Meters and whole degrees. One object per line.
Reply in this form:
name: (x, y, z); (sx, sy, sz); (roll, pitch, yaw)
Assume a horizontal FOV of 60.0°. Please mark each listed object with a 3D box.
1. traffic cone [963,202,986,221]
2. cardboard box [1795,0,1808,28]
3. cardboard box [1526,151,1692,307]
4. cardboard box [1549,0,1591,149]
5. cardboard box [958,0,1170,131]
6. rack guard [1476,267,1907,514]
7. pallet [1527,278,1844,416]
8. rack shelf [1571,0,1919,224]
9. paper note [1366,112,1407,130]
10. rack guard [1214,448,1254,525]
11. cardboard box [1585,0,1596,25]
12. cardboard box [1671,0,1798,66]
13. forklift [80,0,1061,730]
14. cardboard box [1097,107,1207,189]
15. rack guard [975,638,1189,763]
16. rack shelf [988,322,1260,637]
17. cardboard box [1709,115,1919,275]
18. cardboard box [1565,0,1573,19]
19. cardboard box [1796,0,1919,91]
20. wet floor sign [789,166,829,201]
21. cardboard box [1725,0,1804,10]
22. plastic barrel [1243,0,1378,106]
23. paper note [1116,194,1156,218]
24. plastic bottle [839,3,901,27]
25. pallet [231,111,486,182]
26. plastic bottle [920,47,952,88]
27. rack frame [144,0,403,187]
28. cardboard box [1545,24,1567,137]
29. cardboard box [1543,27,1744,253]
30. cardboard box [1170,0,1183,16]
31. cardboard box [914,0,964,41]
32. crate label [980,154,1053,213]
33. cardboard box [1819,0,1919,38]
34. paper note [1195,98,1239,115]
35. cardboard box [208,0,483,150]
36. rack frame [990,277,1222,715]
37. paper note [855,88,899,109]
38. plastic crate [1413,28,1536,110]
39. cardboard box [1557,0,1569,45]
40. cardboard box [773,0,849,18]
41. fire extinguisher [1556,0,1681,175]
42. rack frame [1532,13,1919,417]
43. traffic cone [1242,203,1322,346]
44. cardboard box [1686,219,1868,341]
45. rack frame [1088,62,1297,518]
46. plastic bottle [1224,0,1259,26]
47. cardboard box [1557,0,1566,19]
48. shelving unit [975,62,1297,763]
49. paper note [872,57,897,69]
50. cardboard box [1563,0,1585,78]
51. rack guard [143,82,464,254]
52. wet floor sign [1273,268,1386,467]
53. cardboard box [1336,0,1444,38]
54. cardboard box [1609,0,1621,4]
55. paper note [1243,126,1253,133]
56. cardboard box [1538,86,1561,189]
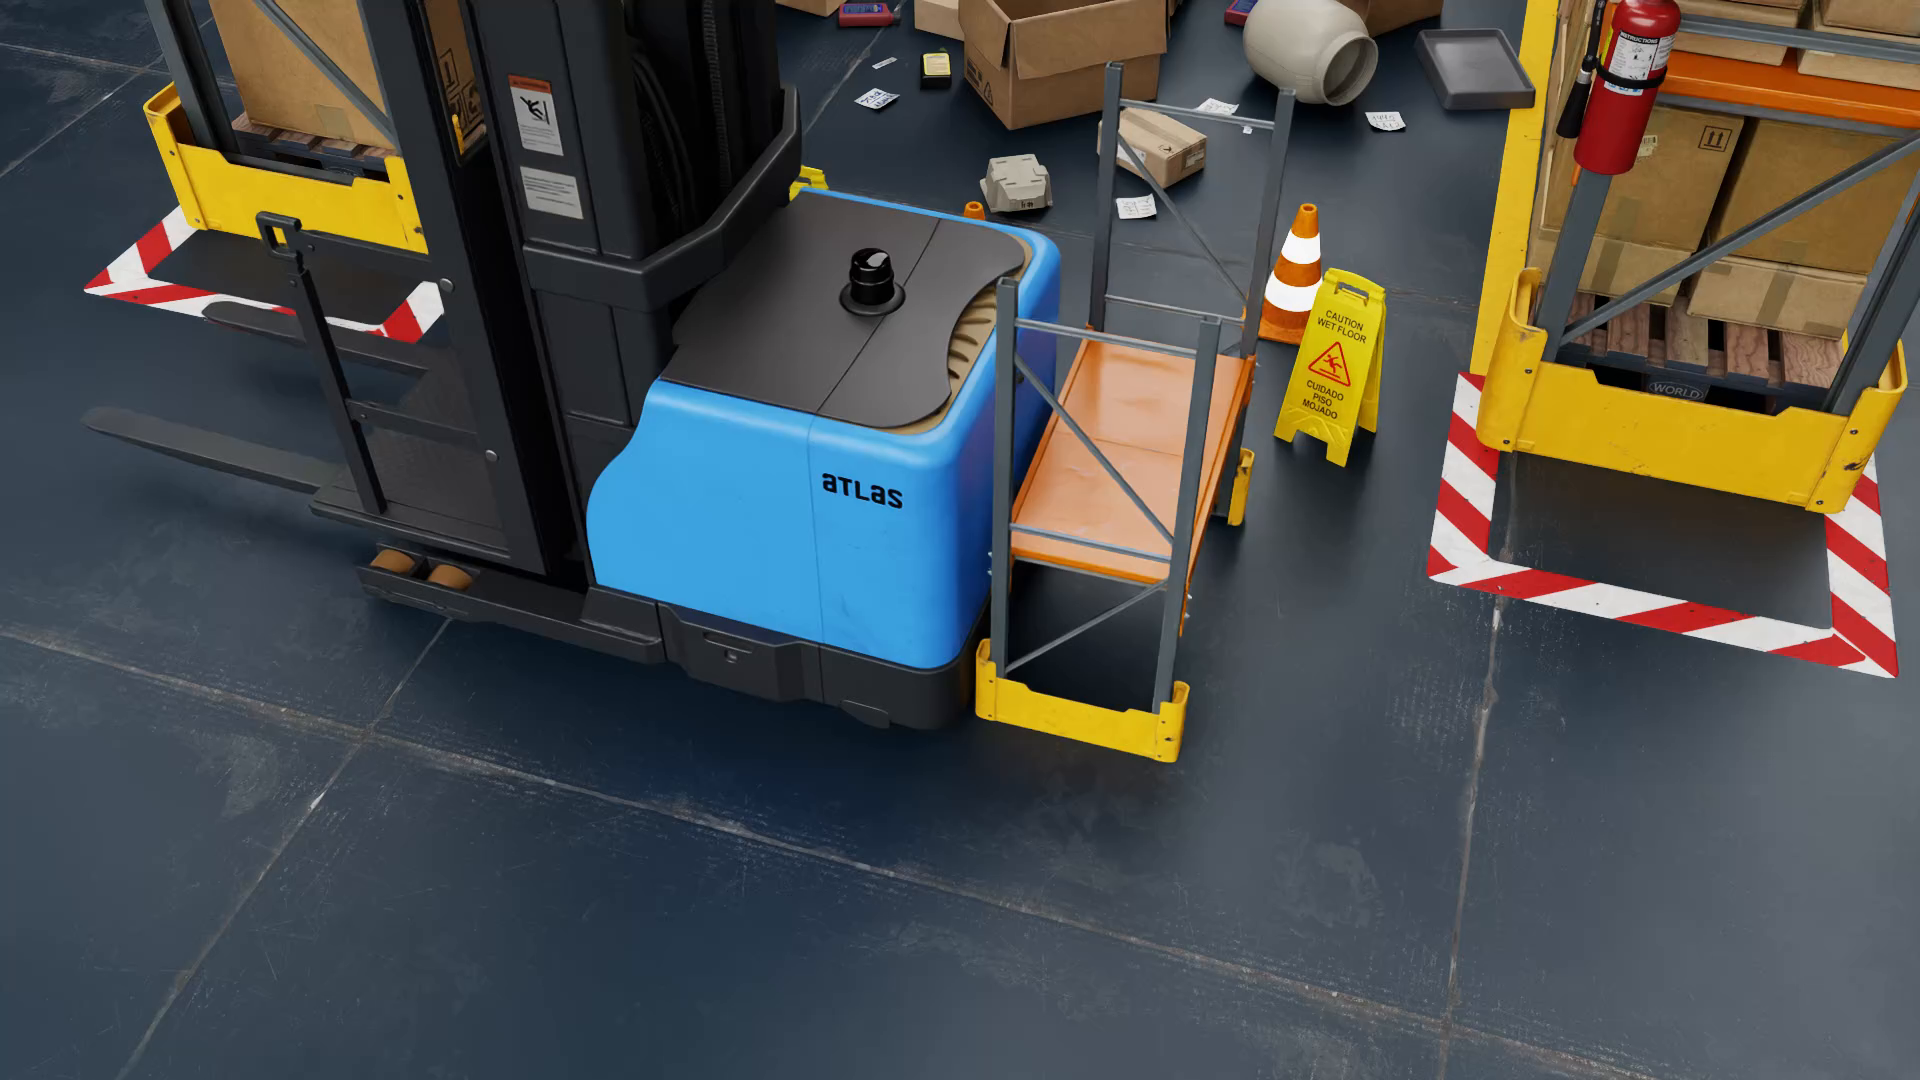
traffic cone: (0.050, -0.993, 5.934); (0.336, 0.463, 0.334); (13, 46, 13)
cardboard box: (2.673, -1.596, 4.916); (0.380, 0.149, 0.250); (13, 46, 13)
cardboard box: (2.306, -1.111, 5.906); (0.500, 0.250, 0.500); (12, 46, 12)
cardboard box: (2.459, -1.705, 5.977); (0.500, 0.500, 0.500); (14, 46, 14)
cardboard box: (0.429, -2.146, 7.084); (0.797, 0.503, 0.637); (-16, 47, -16)
rack guard: (2.333, -0.489, 5.392); (1.175, 0.500, 0.348); (13, 46, 13)
pallet: (2.613, -0.920, 6.039); (1.003, 0.211, 1.213); (13, 46, 13)
rack shelf: (2.916, -2.408, 6.080); (1.077, 0.370, 4.000); (13, 46, 13)
paper note: (1.807, -1.784, 7.051); (0.142, 0.019, 0.148); (-2, 44, -2)
rack guard: (0.627, -0.220, 5.296); (0.587, 0.250, 0.087); (12, 46, 12)
cardboard box: (2.352, -1.847, 5.658); (0.380, 0.149, 0.250); (14, 46, 14)
cardboard box: (2.220, -1.536, 4.855); (0.380, 0.149, 0.250); (14, 46, 14)
forklift: (-1.281, -1.144, 4.323); (3.031, 2.935, 1.130); (14, 46, 14)
cardboard box: (0.782, -1.614, 6.793); (0.250, 0.149, 0.380); (-33, 53, -29)
rack guard: (0.331, 0.445, 4.616); (0.587, 0.250, 0.087); (12, 46, 12)
rack shelf: (0.476, -0.200, 4.639); (0.538, 0.185, 1.000); (12, 46, 12)
cardboard box: (2.825, -1.262, 5.525); (0.500, 0.500, 0.500); (11, 45, 11)
cardboard box: (2.776, -2.393, 6.680); (0.500, 0.500, 0.500); (15, 46, 15)
cardboard box: (2.610, -1.424, 4.741); (0.380, 0.149, 0.250); (13, 46, 13)
wet floor sign: (-0.560, -1.033, 5.844); (0.267, 0.644, 0.232); (5, 45, 5)
cardboard box: (2.212, -1.894, 4.756); (0.500, 0.500, 0.500); (12, 46, 12)
plastic barrel: (1.493, -2.108, 7.102); (0.421, 0.421, 0.512); (-24, 49, -22)
paper note: (0.699, -1.322, 6.579); (0.148, 0.019, 0.142); (-2, 44, -2)
plastic bottle: (-0.415, -2.427, 7.687); (0.283, 0.061, 0.133); (-2, 44, -2)
pallet: (-2.270, -1.865, 7.006); (1.003, 0.211, 1.213); (13, 46, 13)
plastic bottle: (-0.108, -2.091, 7.343); (0.133, 0.061, 0.283); (-2, 44, -2)
rack frame: (-2.438, -2.313, 5.469); (1.000, 3.000, 0.127); (13, 46, 13)
cardboard box: (2.616, -1.788, 6.599); (0.500, 0.250, 0.500); (11, 45, 11)
cardboard box: (2.304, -1.356, 5.621); (0.500, 0.500, 0.500); (13, 46, 13)
cardboard box: (0.705, -2.820, 7.675); (0.797, 0.637, 0.503); (13, 46, 13)
cardboard box: (0.008, -2.466, 7.580); (0.396, 0.266, 0.258); (20, 48, 19)
crate label: (0.229, -1.414, 6.597); (0.250, 0.136, 0.298); (-9, 45, -9)
cardboard box: (2.718, -1.731, 4.590); (0.500, 0.500, 0.500); (12, 46, 12)
paper note: (1.100, -1.852, 7.129); (0.148, 0.019, 0.142); (28, 51, 26)
cardboard box: (-2.296, -2.169, 6.541); (0.875, 0.875, 0.875); (13, 46, 13)
rack frame: (0.325, 0.011, 4.166); (0.500, 1.500, 0.032); (12, 46, 12)
paper note: (-0.358, -1.909, 7.180); (0.144, 0.017, 0.142); (28, 51, 26)
plastic crate: (2.265, -2.081, 7.320); (0.402, 0.080, 0.583); (-2, 44, -2)
cardboard box: (2.777, -2.117, 6.934); (0.500, 0.250, 0.500); (12, 46, 12)
cardboard box: (-0.719, -2.834, 7.787); (0.500, 0.500, 0.500); (20, 48, 19)
fire extinguisher: (1.836, -1.325, 4.515); (0.296, 0.674, 0.183); (13, 46, 13)
rack frame: (2.310, -1.332, 4.466); (1.000, 3.000, 0.127); (13, 46, 13)
traffic cone: (1.211, -0.985, 5.925); (0.336, 0.463, 0.334); (13, 46, 13)
cardboard box: (2.818, -0.978, 5.770); (0.500, 0.250, 0.500); (12, 46, 12)
rack frame: (0.627, -0.668, 4.860); (0.500, 1.500, 0.032); (12, 46, 12)
plastic bottle: (1.343, -2.485, 7.745); (0.133, 0.061, 0.283); (20, 48, 19)
cardboard box: (2.935, -2.471, 7.296); (0.500, 0.250, 0.500); (15, 46, 15)
shelving unit: (0.479, -0.335, 4.519); (0.587, 1.500, 1.083); (12, 46, 12)
paper note: (-0.336, -2.128, 7.418); (0.123, 0.001, 0.032); (-33, 53, -29)
cardboard box: (2.619, -2.040, 6.319); (0.500, 0.500, 0.500); (12, 46, 12)
rack guard: (-2.445, -1.403, 6.327); (1.175, 0.500, 0.348); (13, 46, 13)
wet floor sign: (1.233, -0.590, 5.392); (0.267, 0.644, 0.232); (28, 51, 26)
cardboard box: (1.900, -2.679, 7.629); (0.500, 0.500, 0.500); (-24, 49, -22)
cardboard box: (2.191, -1.729, 5.052); (0.380, 0.149, 0.250); (12, 46, 12)
paper note: (1.224, -1.752, 7.033); (0.032, 0.001, 0.123); (13, 46, 13)
cardboard box: (2.463, -1.438, 6.241); (0.500, 0.250, 0.500); (13, 46, 13)
